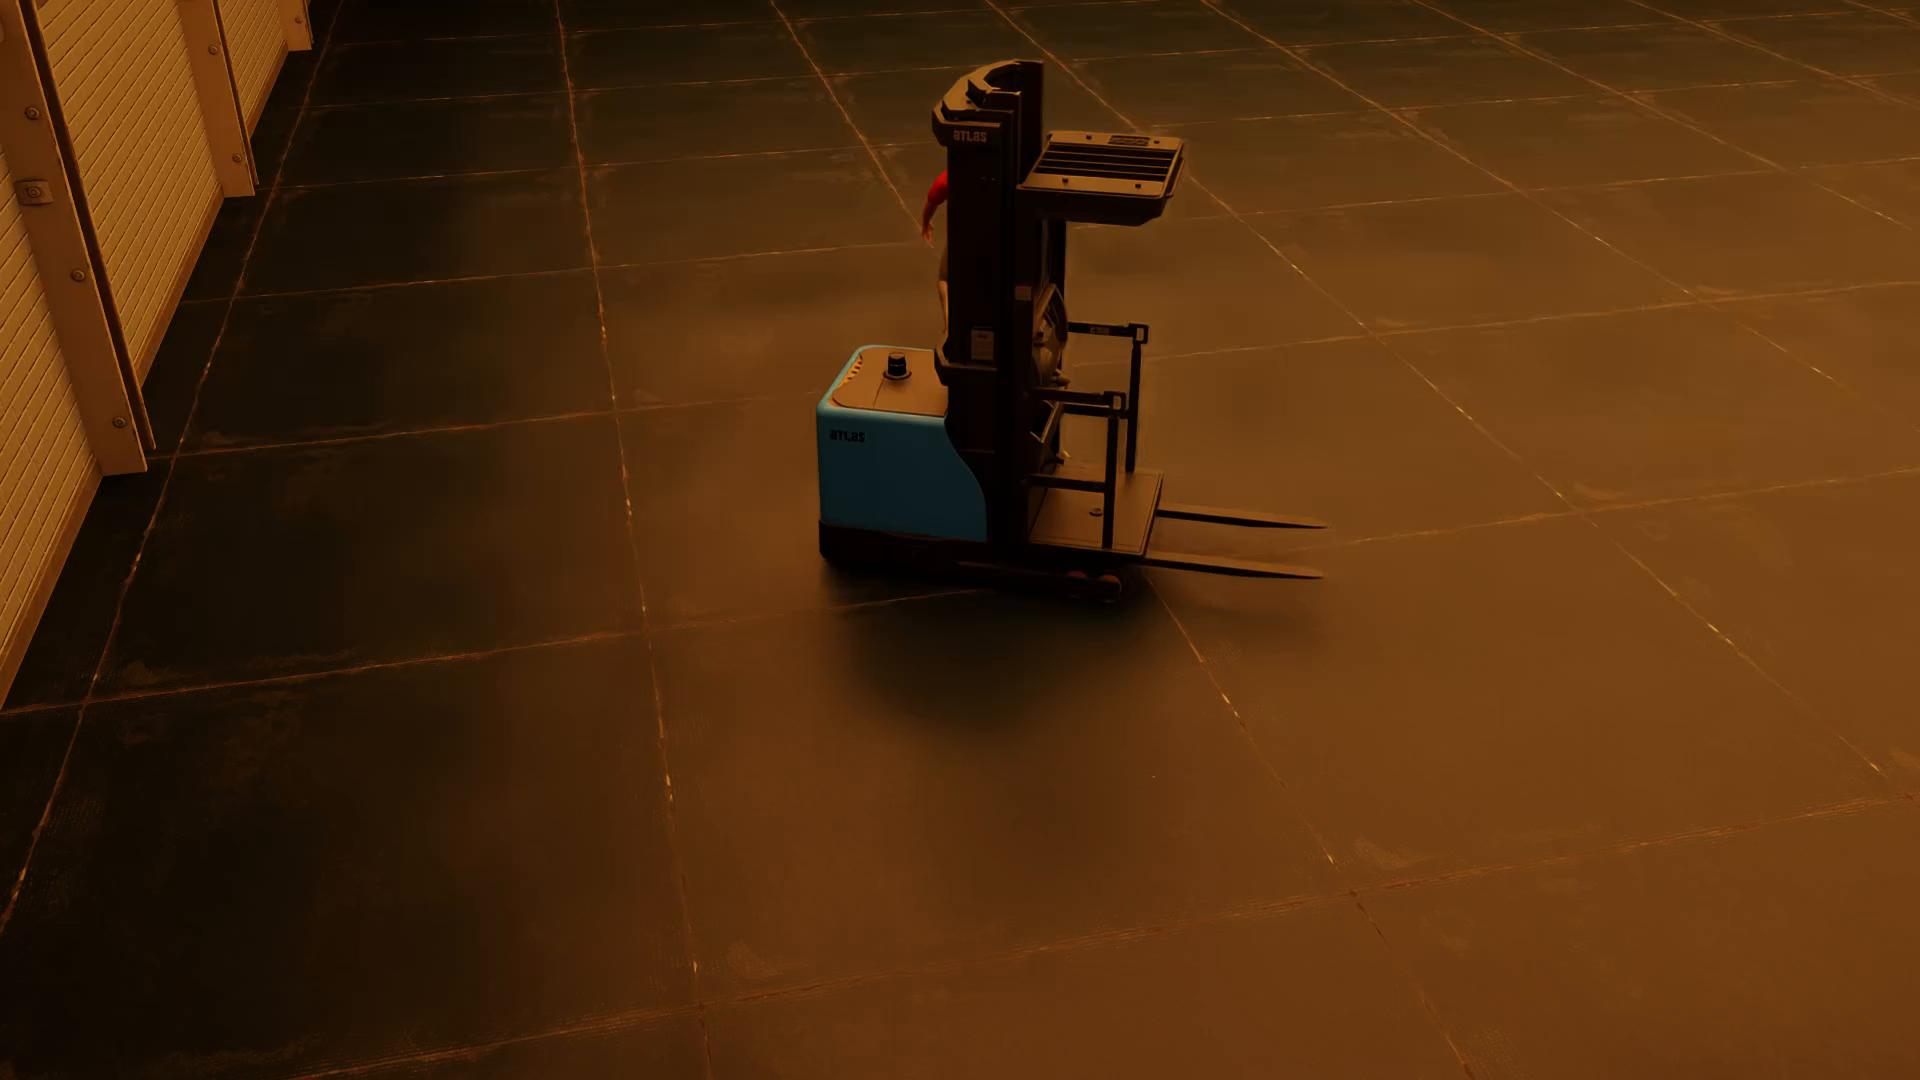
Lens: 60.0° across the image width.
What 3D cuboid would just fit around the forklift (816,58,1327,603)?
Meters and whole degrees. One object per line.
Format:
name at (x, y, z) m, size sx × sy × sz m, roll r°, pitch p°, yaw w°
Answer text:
forklift at (0.710, -1.188, 9.627) m, size 3.031 × 2.935 × 1.130 m, roll 6°, pitch 31°, yaw 11°

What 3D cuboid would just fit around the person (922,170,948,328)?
person at (0.090, -2.263, 12.708) m, size 0.760 × 1.709 × 0.533 m, roll -1°, pitch 30°, yaw -1°
